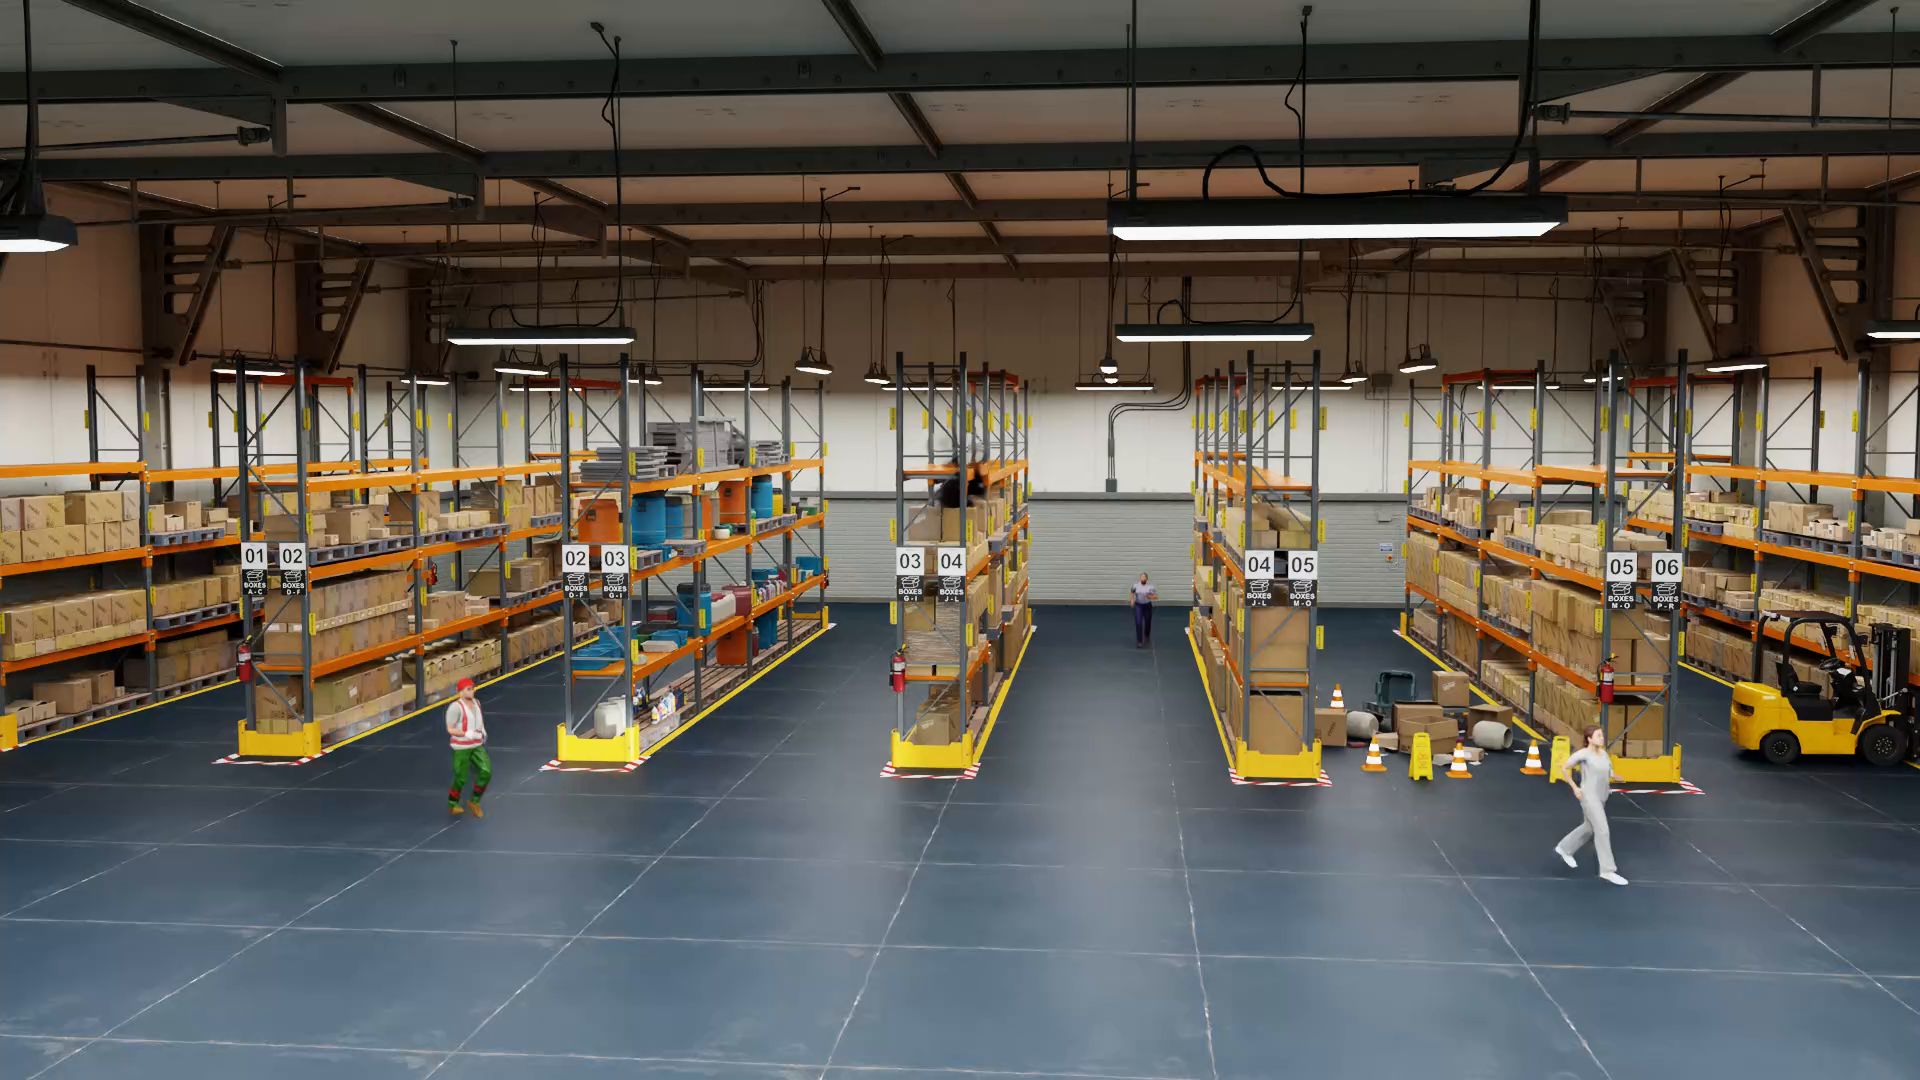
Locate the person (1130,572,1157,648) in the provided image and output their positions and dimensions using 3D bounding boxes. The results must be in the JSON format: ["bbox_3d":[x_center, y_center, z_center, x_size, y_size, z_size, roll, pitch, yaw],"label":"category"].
[{"bbox_3d":[4.080,1.543,36.991,0.605,1.620,0.942,0,4,4],"label":"person"}]

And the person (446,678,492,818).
[{"bbox_3d":[-6.167,2.637,20.945,0.710,1.820,0.690,3,5,34],"label":"person"}]

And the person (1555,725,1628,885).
[{"bbox_3d":[6.917,2.850,18.187,0.567,1.652,0.947,-3,5,-35],"label":"person"}]
